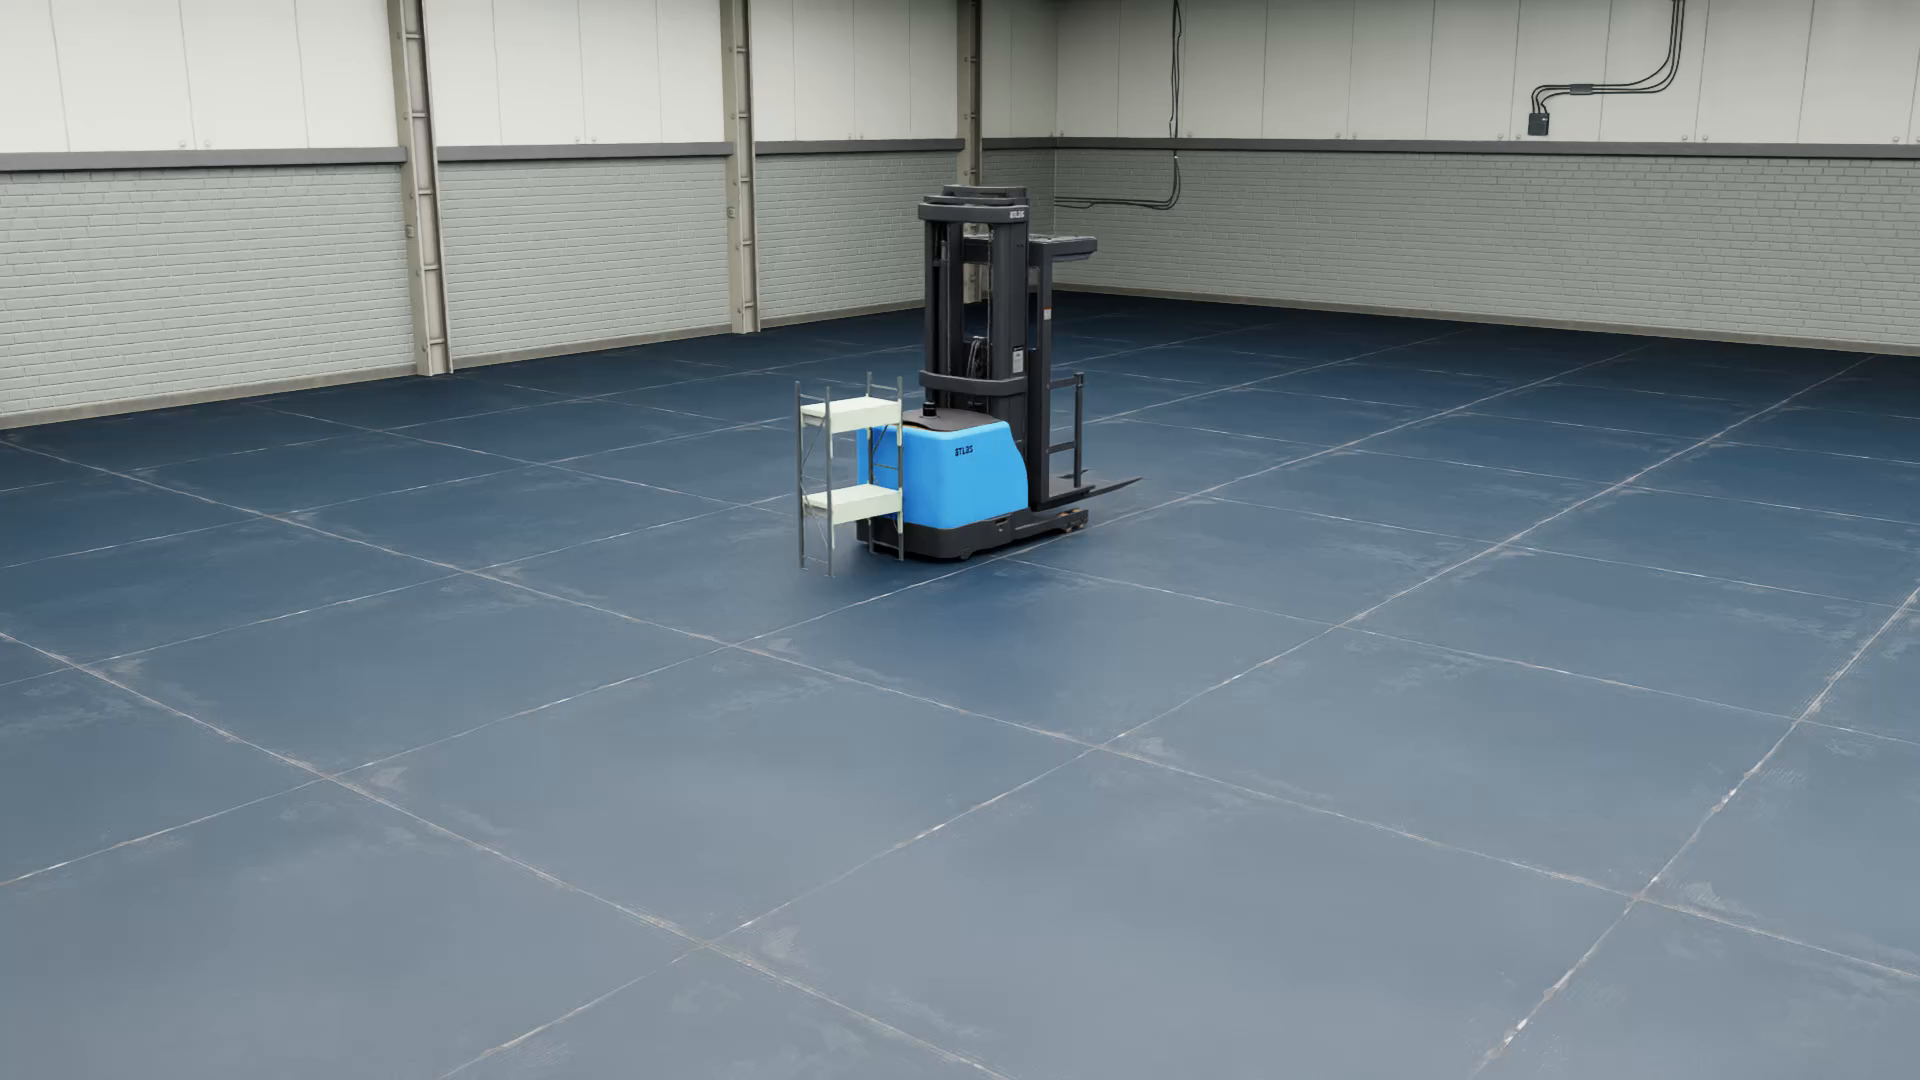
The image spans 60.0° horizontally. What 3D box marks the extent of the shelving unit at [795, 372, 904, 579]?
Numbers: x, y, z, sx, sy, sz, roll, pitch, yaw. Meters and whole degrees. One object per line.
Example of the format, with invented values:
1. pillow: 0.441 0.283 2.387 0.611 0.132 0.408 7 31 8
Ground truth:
1. shelving unit: -0.865 -0.525 13.145 0.755 1.500 0.431 -13 19 -42

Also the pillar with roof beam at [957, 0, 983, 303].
1. pillar with roof beam: 3.529 -8.330 28.638 9.100 9.000 0.400 11 18 38

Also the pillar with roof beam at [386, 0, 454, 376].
1. pillar with roof beam: -4.013 -6.032 19.592 9.100 9.000 0.400 11 18 38

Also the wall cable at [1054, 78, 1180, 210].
1. wall cable: 3.061 -7.851 33.058 3.097 2.526 0.112 11 18 38

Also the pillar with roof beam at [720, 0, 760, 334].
1. pillar with roof beam: -0.242 -7.181 24.115 9.100 9.000 0.400 11 18 38

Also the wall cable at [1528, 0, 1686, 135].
1. wall cable: 10.435 -9.532 26.462 2.305 6.003 0.169 11 18 38

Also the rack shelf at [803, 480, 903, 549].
1. rack shelf: -0.865 -0.210 13.226 0.720 0.370 0.431 -13 19 -42

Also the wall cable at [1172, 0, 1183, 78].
1. wall cable: 5.165 -9.880 30.788 3.097 2.526 0.112 11 18 38

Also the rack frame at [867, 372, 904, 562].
1. rack frame: -0.600 -0.587 13.389 0.023 1.500 0.400 -13 19 -42

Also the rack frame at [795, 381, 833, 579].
1. rack frame: -1.131 -0.464 12.902 0.023 1.500 0.400 -13 19 -42

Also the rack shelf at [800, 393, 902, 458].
1. rack shelf: -0.865 -0.904 13.049 0.720 0.370 0.431 -13 19 -42

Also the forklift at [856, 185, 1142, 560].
1. forklift: 0.472 -1.561 14.316 1.130 2.935 3.031 12 18 39
